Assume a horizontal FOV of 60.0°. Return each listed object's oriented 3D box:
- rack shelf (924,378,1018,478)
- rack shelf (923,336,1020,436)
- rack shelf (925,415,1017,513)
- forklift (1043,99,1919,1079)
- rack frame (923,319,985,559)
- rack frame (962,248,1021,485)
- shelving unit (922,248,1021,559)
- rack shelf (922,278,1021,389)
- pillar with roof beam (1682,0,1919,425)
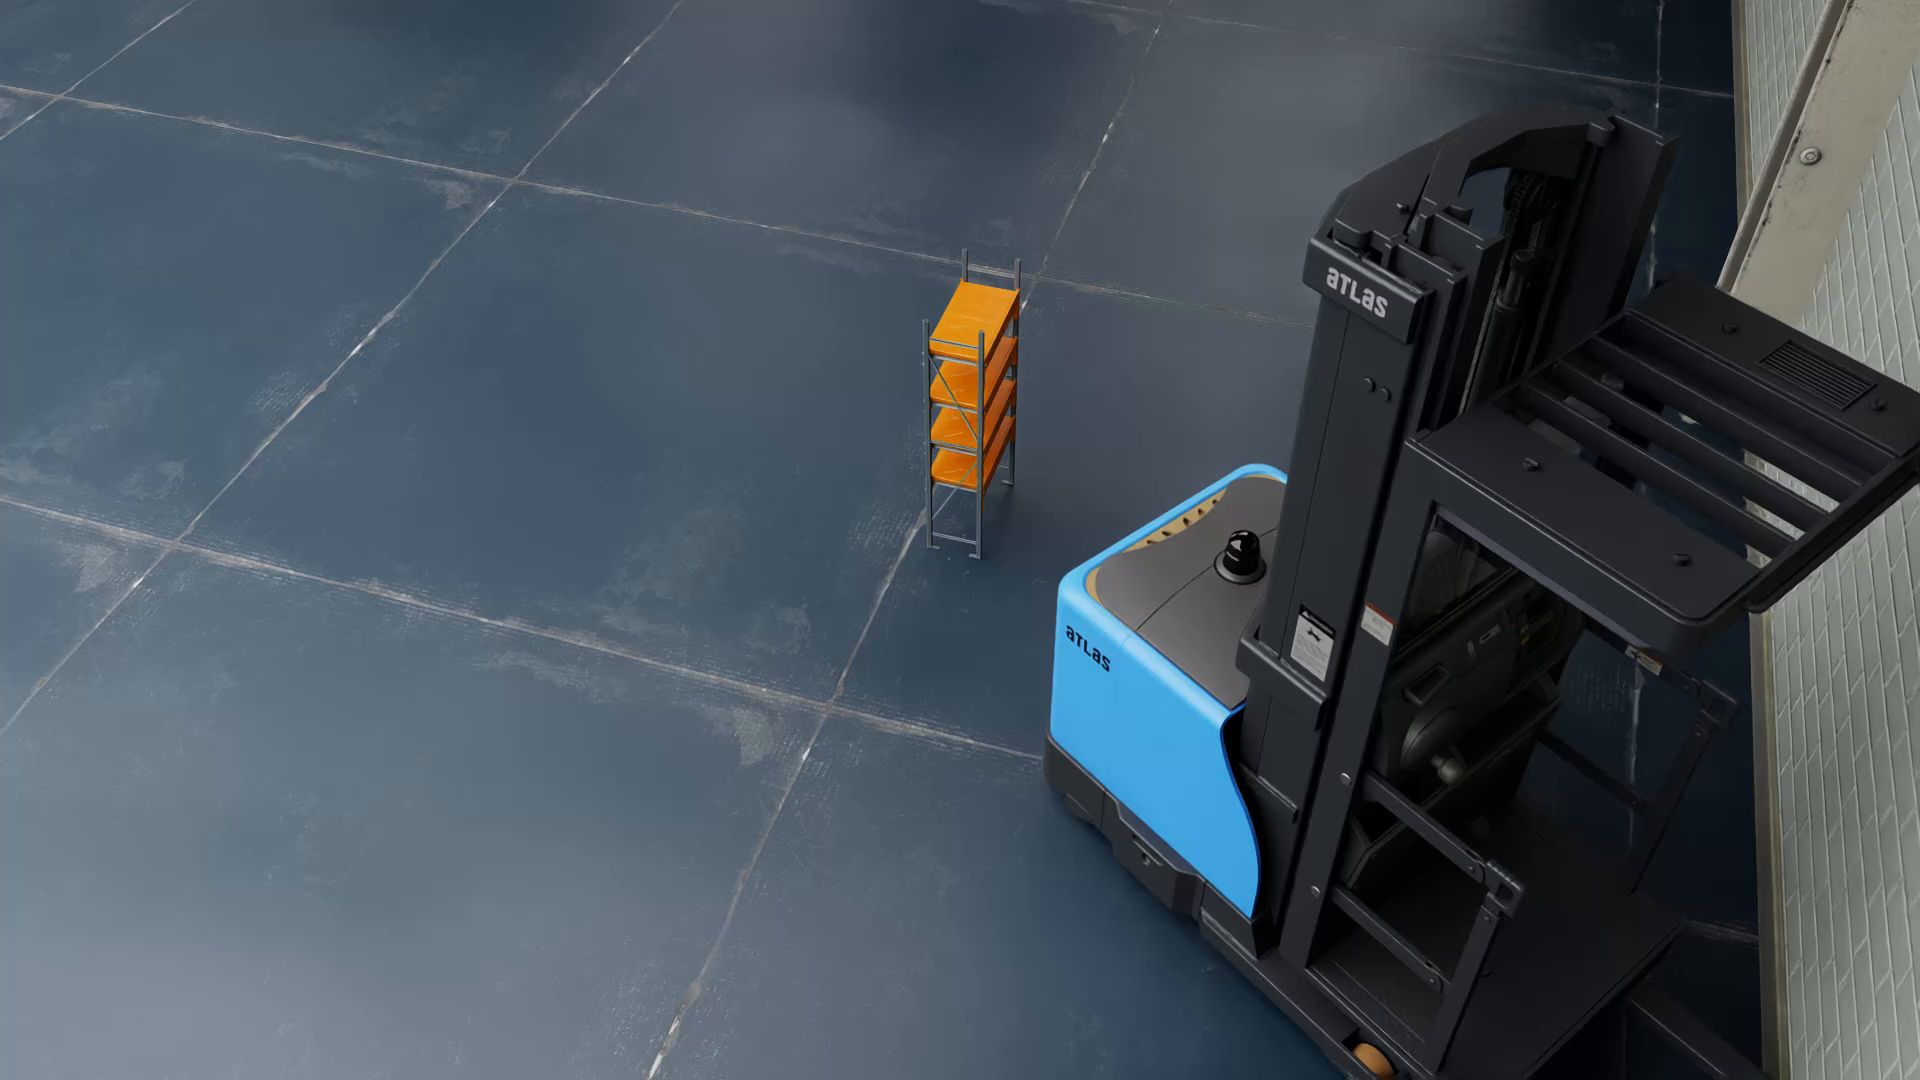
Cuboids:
[{"bbox_3d":[0.050,-0.491,6.889,0.258,0.148,0.480,13,46,13],"label":"rack shelf"},{"bbox_3d":[0.050,-0.651,6.733,0.258,0.148,0.480,13,46,13],"label":"rack shelf"},{"bbox_3d":[0.050,-0.349,7.028,0.258,0.148,0.480,13,46,13],"label":"rack shelf"},{"bbox_3d":[1.633,0.432,4.612,1.130,2.935,3.031,-30,52,-27],"label":"forklift"},{"bbox_3d":[-0.024,-0.377,6.676,0.240,1.200,0.015,13,46,13],"label":"rack frame"},{"bbox_3d":[0.124,-0.702,7.008,0.240,1.200,0.015,13,46,13],"label":"rack frame"},{"bbox_3d":[0.050,-0.539,6.842,0.258,1.200,0.503,13,46,13],"label":"shelving unit"},{"bbox_3d":[0.050,-0.820,6.567,0.258,0.148,0.480,13,46,13],"label":"rack shelf"},{"bbox_3d":[-0.545,-4.778,5.598,9.100,9.000,0.400,13,46,13],"label":"pillar with roof beam"}]
